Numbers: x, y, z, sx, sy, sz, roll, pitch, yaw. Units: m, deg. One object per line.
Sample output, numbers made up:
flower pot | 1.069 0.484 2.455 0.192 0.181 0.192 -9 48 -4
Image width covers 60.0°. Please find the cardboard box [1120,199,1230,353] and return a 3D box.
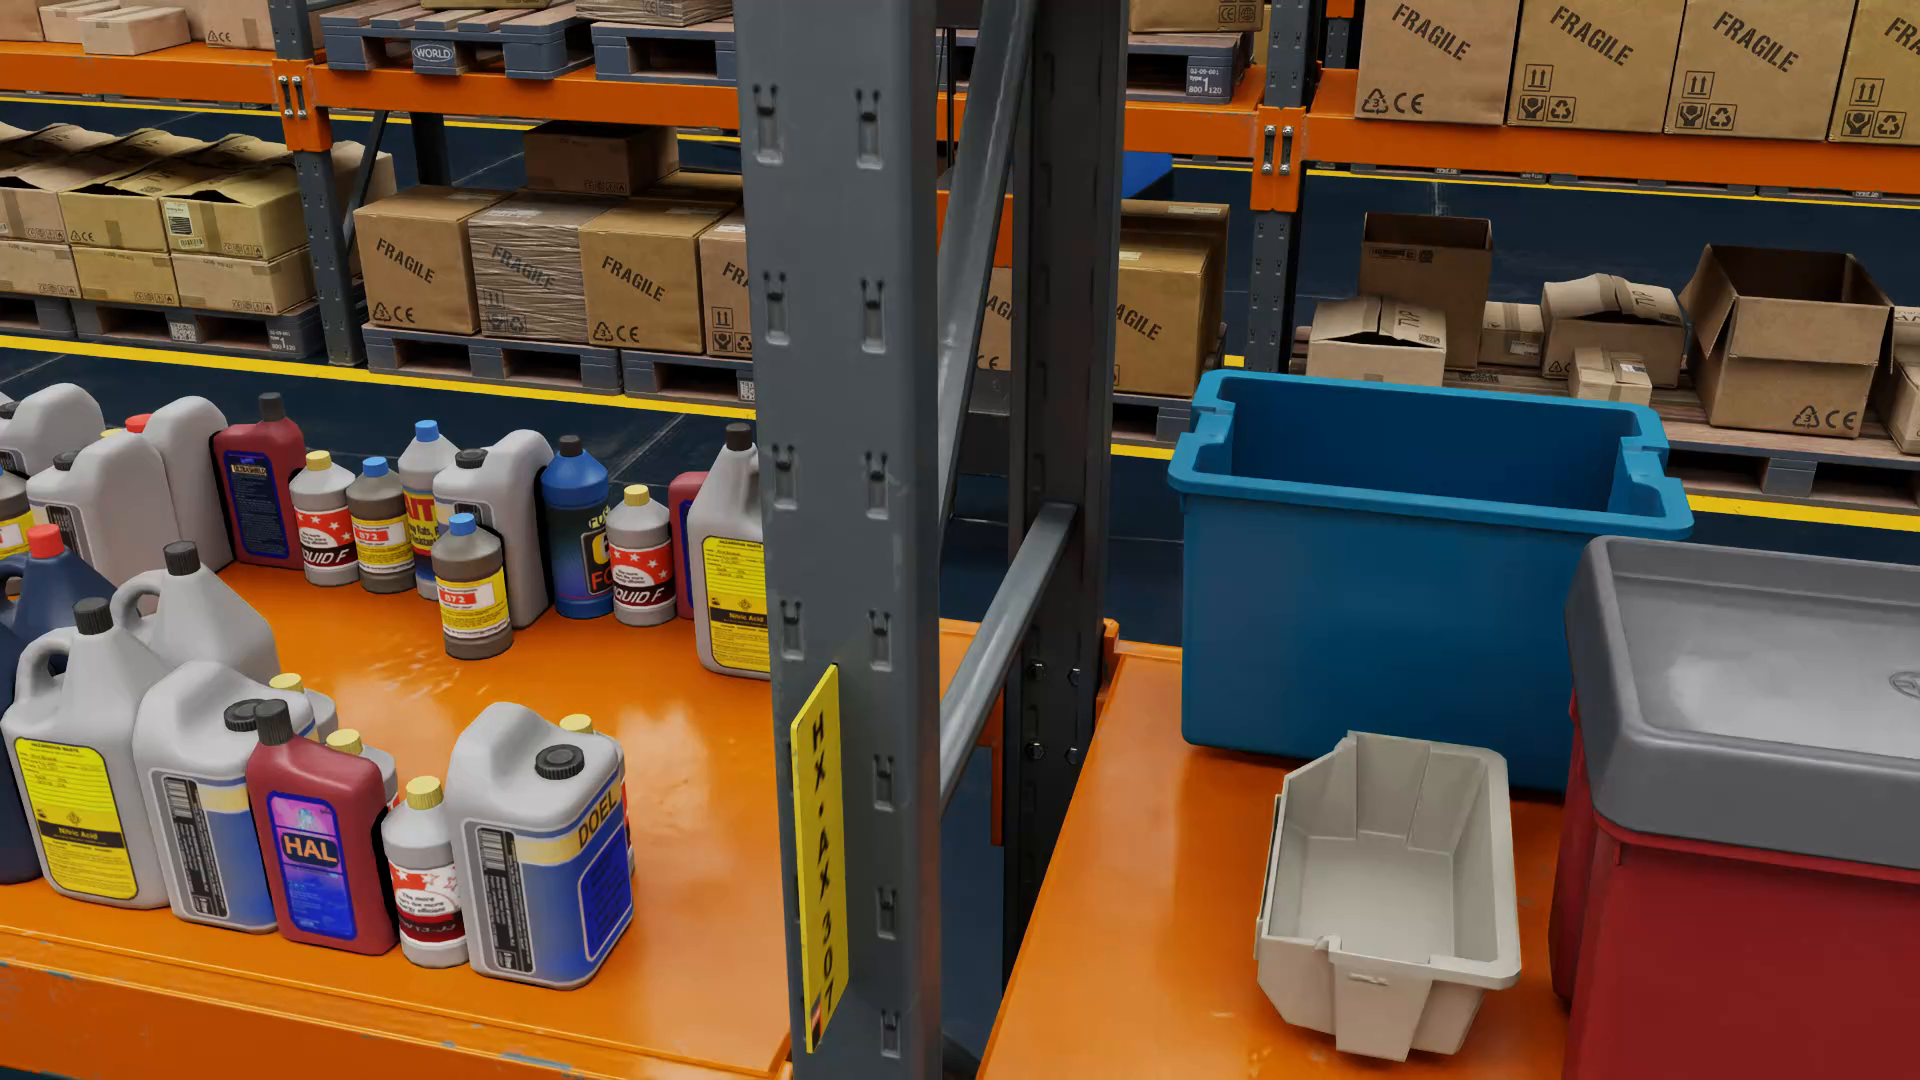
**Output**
cardboard box | 0.854 -1.121 7.012 0.500 0.500 0.500 5 26 11

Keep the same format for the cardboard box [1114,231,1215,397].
cardboard box | 0.713 -0.902 6.550 0.500 0.500 0.500 6 26 13

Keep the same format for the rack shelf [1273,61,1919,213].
rack shelf | 3.199 -1.359 5.952 4.000 0.370 1.077 6 26 13

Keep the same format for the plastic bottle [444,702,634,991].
plastic bottle | -0.438 0.312 1.749 0.135 0.276 0.152 6 26 13

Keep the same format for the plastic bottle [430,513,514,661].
plastic bottle | -0.696 0.060 2.366 0.097 0.201 0.097 0 25 0

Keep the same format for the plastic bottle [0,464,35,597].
plastic bottle | -1.463 -0.025 2.544 0.097 0.201 0.097 0 25 0

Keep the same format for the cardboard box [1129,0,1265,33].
cardboard box | 0.859 -2.277 6.438 0.500 0.500 0.700 -2 26 -5

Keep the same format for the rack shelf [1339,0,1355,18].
rack shelf | 4.429 -3.422 10.285 4.000 0.370 1.077 6 26 13

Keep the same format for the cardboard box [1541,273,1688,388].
cardboard box | 2.611 -0.859 6.682 0.500 0.311 0.500 6 26 13

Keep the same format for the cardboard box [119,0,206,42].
cardboard box | -3.430 -2.462 7.536 0.500 0.311 0.500 6 26 12

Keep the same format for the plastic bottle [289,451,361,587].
plastic bottle | -0.977 -0.039 2.573 0.097 0.201 0.097 0 25 0

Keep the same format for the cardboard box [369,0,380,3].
cardboard box | -4.112 -4.108 12.413 0.500 0.250 0.500 6 26 12

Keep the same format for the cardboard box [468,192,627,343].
cardboard box | -1.734 -1.175 7.124 0.500 0.500 0.500 5 26 11

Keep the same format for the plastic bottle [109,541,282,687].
plastic bottle | -0.911 0.164 1.974 0.185 0.351 0.144 6 26 13

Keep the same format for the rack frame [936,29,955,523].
rack frame | -0.076 -0.956 5.316 0.015 2.100 0.400 6 26 13

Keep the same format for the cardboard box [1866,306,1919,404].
cardboard box | 3.711 -0.710 6.439 0.500 0.250 0.500 6 26 13

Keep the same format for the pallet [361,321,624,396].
pallet | -1.898 -0.972 7.545 1.213 0.211 1.003 6 26 13

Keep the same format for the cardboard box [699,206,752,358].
cardboard box | -0.743 -1.065 6.894 0.500 0.500 0.500 5 26 11

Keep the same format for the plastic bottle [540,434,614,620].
plastic bottle | -0.564 -0.025 2.462 0.097 0.271 0.097 0 25 0

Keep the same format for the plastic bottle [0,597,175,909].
plastic bottle | -0.947 0.224 1.848 0.185 0.351 0.144 6 26 13

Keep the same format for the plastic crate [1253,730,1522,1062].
plastic crate | 0.440 0.365 1.731 0.243 0.136 0.396 6 26 13

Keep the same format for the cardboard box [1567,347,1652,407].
cardboard box | 2.455 -0.594 6.292 0.250 0.166 0.380 6 26 13

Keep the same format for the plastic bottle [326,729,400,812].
plastic bottle | -0.671 0.305 1.851 0.097 0.201 0.097 0 25 0

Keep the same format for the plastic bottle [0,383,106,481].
plastic bottle | -1.450 -0.112 2.641 0.135 0.276 0.152 6 26 13

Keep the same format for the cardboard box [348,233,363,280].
cardboard box | -3.046 -1.453 8.022 0.500 0.250 0.500 6 26 13

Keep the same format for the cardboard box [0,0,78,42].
cardboard box | -4.241 -2.544 7.488 0.500 0.500 0.500 5 26 10

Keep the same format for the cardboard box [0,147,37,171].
cardboard box | -4.659 -1.644 7.771 0.500 0.311 0.500 7 26 14

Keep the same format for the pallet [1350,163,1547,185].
pallet | 3.209 -2.588 10.940 1.213 0.211 1.003 6 26 13

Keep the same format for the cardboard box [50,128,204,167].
cardboard box | -4.050 -1.814 8.129 0.500 0.311 0.500 6 26 12

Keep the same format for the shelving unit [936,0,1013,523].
shelving unit | 0.160 -0.930 5.261 0.503 2.100 0.431 6 26 13

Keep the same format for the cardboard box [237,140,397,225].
cardboard box | -3.046 -1.706 7.902 0.500 0.311 0.500 7 26 15

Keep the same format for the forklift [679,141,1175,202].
forklift | -0.340 -3.246 9.158 3.031 2.935 1.130 11 28 22

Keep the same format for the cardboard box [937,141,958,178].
cardboard box | -0.114 -1.567 7.075 0.500 0.250 0.500 6 26 13

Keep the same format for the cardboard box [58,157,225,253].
cardboard box | -3.686 -1.534 7.541 0.500 0.311 0.500 6 26 12

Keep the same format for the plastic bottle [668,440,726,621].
plastic bottle | -0.353 -0.015 2.427 0.133 0.283 0.061 6 26 13

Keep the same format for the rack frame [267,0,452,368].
rack frame | -2.612 -2.326 7.147 0.127 3.000 1.000 6 26 13

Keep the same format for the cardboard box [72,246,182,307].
cardboard box | -3.682 -1.283 7.665 0.500 0.250 0.500 6 26 12

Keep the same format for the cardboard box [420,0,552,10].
cardboard box | -1.974 -2.541 6.992 0.500 0.500 0.700 -2 26 -5

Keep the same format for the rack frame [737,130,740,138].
rack frame | -1.382 -4.389 11.479 0.127 3.000 1.000 6 26 13

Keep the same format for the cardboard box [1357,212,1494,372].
cardboard box | 1.884 -1.025 6.810 0.500 0.500 0.500 6 26 13

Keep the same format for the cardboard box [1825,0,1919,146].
cardboard box | 3.161 -1.613 5.533 0.500 0.500 0.500 6 26 12

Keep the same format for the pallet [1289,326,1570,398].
pallet | 1.927 -0.565 6.691 1.213 0.211 1.003 6 26 13

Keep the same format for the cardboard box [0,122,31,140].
cardboard box | -5.034 -1.924 8.360 0.500 0.311 0.500 6 26 13

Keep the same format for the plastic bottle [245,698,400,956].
plastic bottle | -0.673 0.303 1.760 0.133 0.283 0.061 6 26 13

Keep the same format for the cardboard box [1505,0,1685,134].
cardboard box | 2.184 -1.722 5.760 0.500 0.500 0.500 7 26 14

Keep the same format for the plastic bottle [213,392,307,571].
plastic bottle | -1.084 -0.096 2.597 0.133 0.283 0.061 6 26 13

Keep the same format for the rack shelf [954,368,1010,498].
rack shelf | 0.160 -0.286 5.568 0.480 0.518 0.431 6 26 13

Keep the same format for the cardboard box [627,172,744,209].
cardboard box | -1.147 -1.338 7.468 0.500 0.500 0.500 5 26 11

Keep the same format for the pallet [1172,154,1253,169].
pallet | 1.726 -2.753 11.287 1.213 0.211 1.003 6 26 13

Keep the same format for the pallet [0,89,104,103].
pallet | -7.100 -3.745 13.371 1.213 0.211 1.003 6 26 13

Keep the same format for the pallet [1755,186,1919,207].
pallet | 5.572 -2.326 10.391 1.213 0.211 1.003 6 26 13

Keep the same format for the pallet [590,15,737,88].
pallet | -0.727 -2.033 6.755 1.213 0.211 1.003 6 26 13

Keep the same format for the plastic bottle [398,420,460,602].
plastic bottle | -0.789 -0.049 2.514 0.097 0.271 0.097 0 25 0

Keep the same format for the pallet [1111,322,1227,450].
pallet | 0.465 -0.710 6.997 1.213 0.211 1.003 6 26 13

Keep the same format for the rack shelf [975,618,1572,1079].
rack shelf | 1.962 0.703 1.622 4.000 0.370 1.077 6 26 13

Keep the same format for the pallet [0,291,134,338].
pallet | -4.577 -1.303 8.241 1.213 0.211 1.003 6 26 13

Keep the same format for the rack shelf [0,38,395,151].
rack shelf | -4.549 -2.216 7.751 4.000 0.370 1.077 6 26 13

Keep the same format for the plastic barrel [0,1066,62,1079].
plastic barrel | -1.184 0.780 2.574 0.708 0.901 0.600 6 26 13

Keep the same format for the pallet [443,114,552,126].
pallet | -3.316 -3.346 12.532 1.213 0.211 1.003 6 26 13
